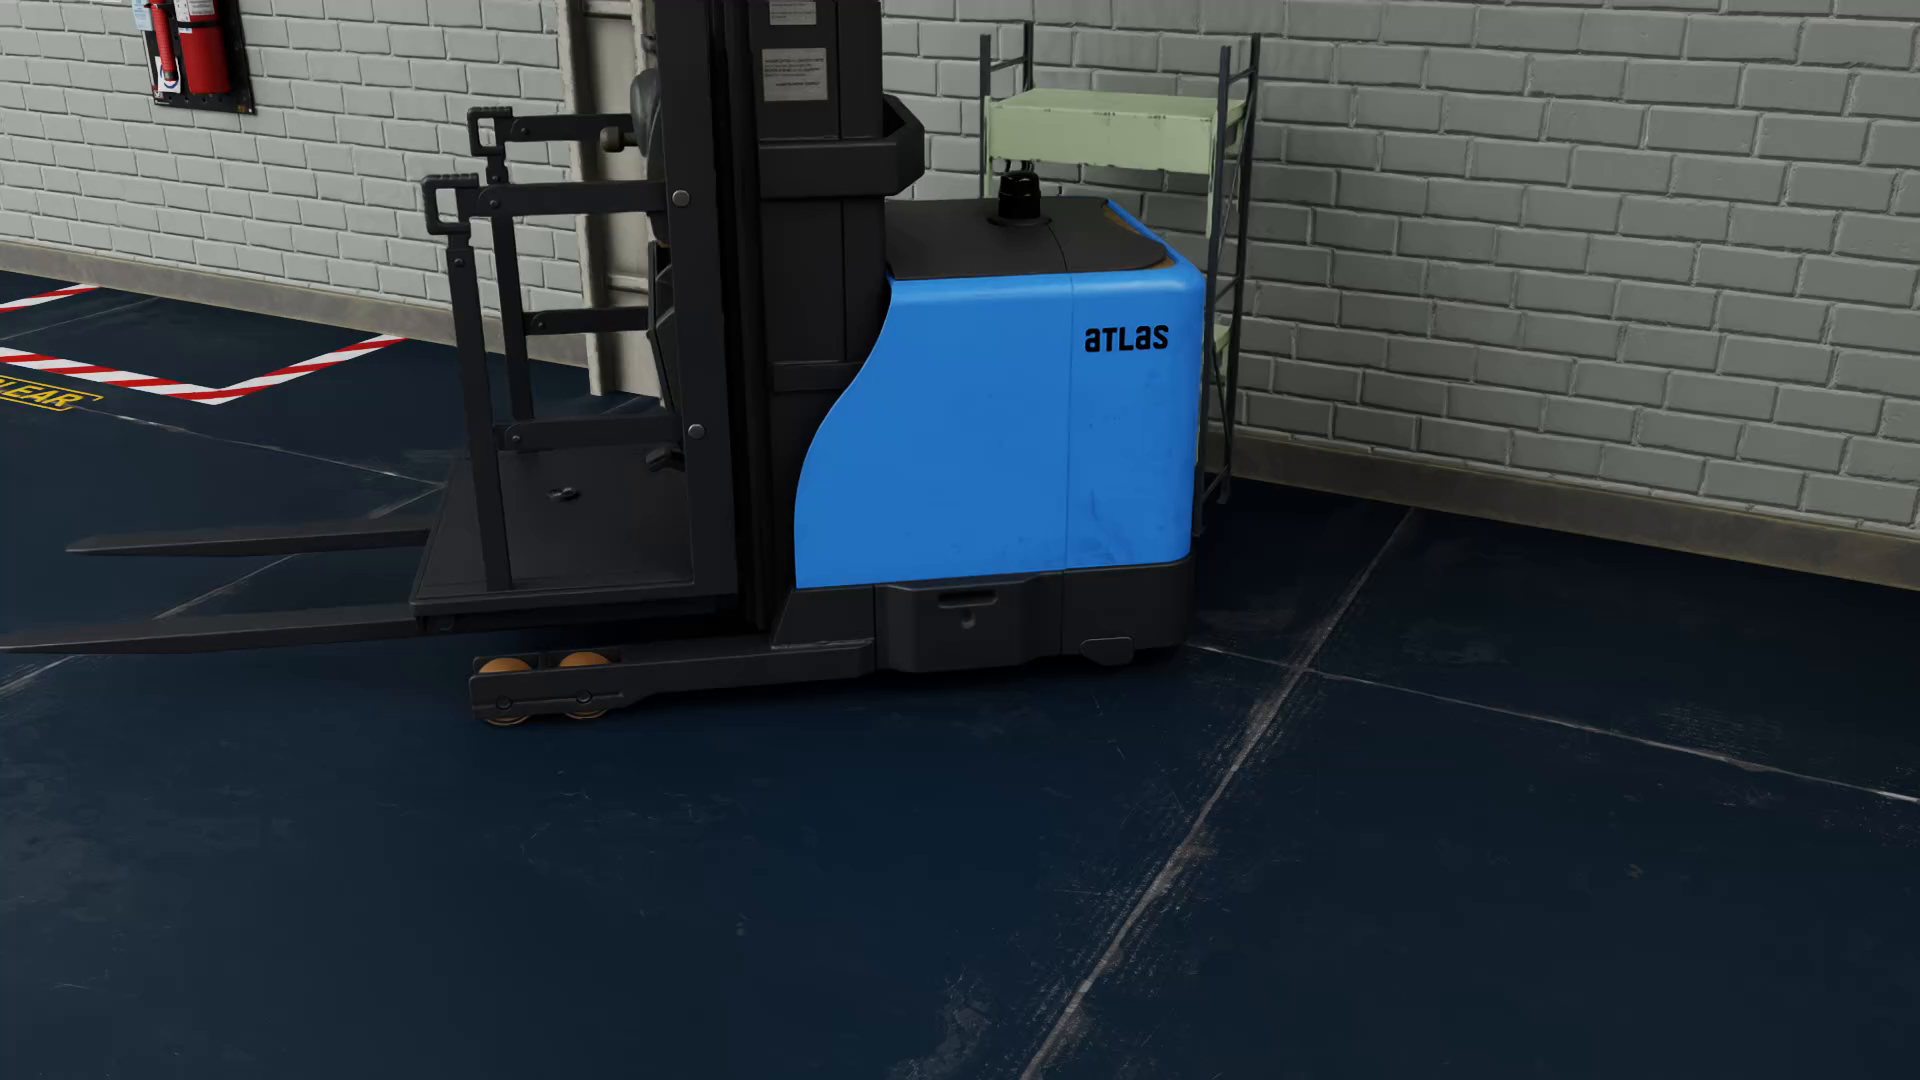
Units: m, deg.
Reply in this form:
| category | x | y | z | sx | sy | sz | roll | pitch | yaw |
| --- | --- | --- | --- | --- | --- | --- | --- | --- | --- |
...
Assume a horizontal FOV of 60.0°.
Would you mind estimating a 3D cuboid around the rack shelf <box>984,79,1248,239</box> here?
| category | x | y | z | sx | sy | sz | roll | pitch | yaw |
| --- | --- | --- | --- | --- | --- | --- | --- | --- | --- |
| rack shelf | 0.484 | -1.185 | 5.123 | 0.720 | 0.370 | 0.431 | 9 | 25 | 21 |

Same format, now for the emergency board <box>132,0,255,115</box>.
| category | x | y | z | sx | sy | sz | roll | pitch | yaw |
| --- | --- | --- | --- | --- | --- | --- | --- | --- | --- |
| emergency board | -3.415 | -2.430 | 7.130 | 0.643 | 1.169 | 0.194 | 11 | 25 | 25 |

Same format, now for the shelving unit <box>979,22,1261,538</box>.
| category | x | y | z | sx | sy | sz | roll | pitch | yaw |
| --- | --- | --- | --- | --- | --- | --- | --- | --- | --- |
| shelving unit | 0.484 | -0.826 | 5.275 | 0.755 | 1.500 | 0.431 | 9 | 25 | 21 |

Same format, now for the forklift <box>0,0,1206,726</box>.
| category | x | y | z | sx | sy | sz | roll | pitch | yaw |
| --- | --- | --- | --- | --- | --- | --- | --- | --- | --- |
| forklift | -0.943 | -1.107 | 4.108 | 3.031 | 2.935 | 1.130 | -4 | 23 | -9 |

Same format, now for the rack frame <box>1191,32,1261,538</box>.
| category | x | y | z | sx | sy | sz | roll | pitch | yaw |
| --- | --- | --- | --- | --- | --- | --- | --- | --- | --- |
| rack frame | 0.821 | -0.770 | 5.144 | 0.023 | 1.500 | 0.400 | 9 | 25 | 21 |

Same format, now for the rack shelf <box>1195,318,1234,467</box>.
| category | x | y | z | sx | sy | sz | roll | pitch | yaw |
| --- | --- | --- | --- | --- | --- | --- | --- | --- | --- |
| rack shelf | 0.484 | -0.526 | 5.402 | 0.720 | 0.370 | 0.431 | 9 | 25 | 21 |

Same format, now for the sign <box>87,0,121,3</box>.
| category | x | y | z | sx | sy | sz | roll | pitch | yaw |
| --- | --- | --- | --- | --- | --- | --- | --- | --- | --- |
| sign | -3.862 | -2.580 | 7.438 | 0.234 | 0.329 | 0.001 | 11 | 25 | 25 |

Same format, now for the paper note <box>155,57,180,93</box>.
| category | x | y | z | sx | sy | sz | roll | pitch | yaw |
| --- | --- | --- | --- | --- | --- | --- | --- | --- | --- |
| paper note | -3.542 | -2.080 | 7.433 | 0.142 | 0.148 | 0.016 | 11 | 25 | 25 |

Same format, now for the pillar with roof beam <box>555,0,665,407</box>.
| category | x | y | z | sx | sy | sz | roll | pitch | yaw |
| --- | --- | --- | --- | --- | --- | --- | --- | --- | --- |
| pillar with roof beam | -3.170 | -3.237 | 1.363 | 0.400 | 9.000 | 9.100 | 11 | 25 | 25 |

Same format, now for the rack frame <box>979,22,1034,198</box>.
| category | x | y | z | sx | sy | sz | roll | pitch | yaw |
| --- | --- | --- | --- | --- | --- | --- | --- | --- | --- |
| rack frame | 0.147 | -0.882 | 5.406 | 0.023 | 1.500 | 0.400 | 9 | 25 | 21 |
